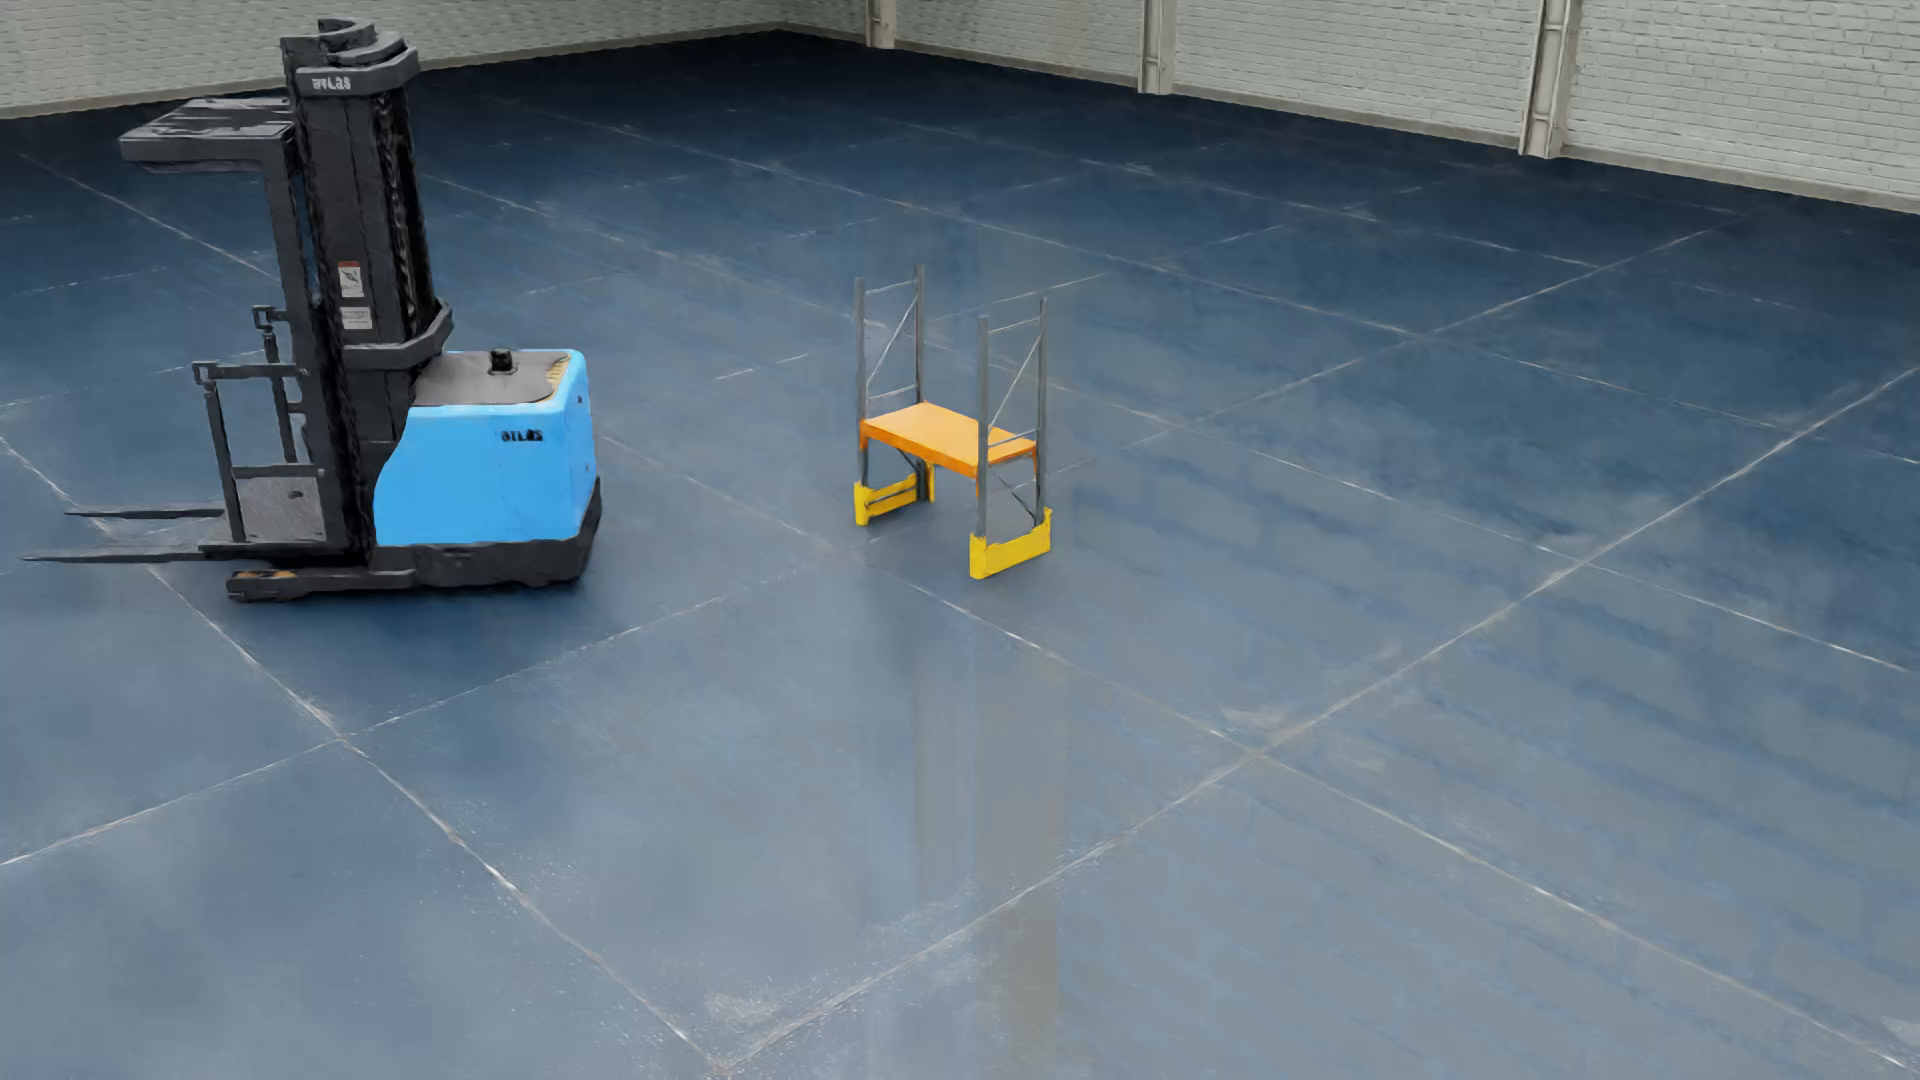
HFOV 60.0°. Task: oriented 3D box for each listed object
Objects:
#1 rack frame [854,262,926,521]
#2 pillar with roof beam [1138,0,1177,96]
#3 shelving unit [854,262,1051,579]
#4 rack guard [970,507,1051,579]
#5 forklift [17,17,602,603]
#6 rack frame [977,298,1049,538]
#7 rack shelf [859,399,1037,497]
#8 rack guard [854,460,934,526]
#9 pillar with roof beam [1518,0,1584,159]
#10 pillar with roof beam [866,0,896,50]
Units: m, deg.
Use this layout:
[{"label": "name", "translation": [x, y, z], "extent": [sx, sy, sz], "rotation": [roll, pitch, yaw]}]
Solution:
[{"label": "rack frame", "translation": [-0.406, -0.862, 9.833], "extent": [0.500, 1.500, 0.032], "rotation": [-21, 32, -38]}, {"label": "pillar with roof beam", "translation": [-0.351, -9.269, 19.227], "extent": [9.100, 9.000, 0.400], "rotation": [-21, 32, -38]}, {"label": "shelving unit", "translation": [-0.052, -0.705, 9.489], "extent": [0.587, 1.500, 1.083], "rotation": [-21, 32, -38]}, {"label": "rack guard", "translation": [0.288, 0.014, 9.418], "extent": [0.587, 0.250, 0.087], "rotation": [-21, 32, -38]}, {"label": "forklift", "translation": [-3.620, -1.219, 8.890], "extent": [3.031, 2.935, 1.130], "rotation": [-2, 25, -4]}, {"label": "rack frame", "translation": [0.289, -0.554, 9.158], "extent": [0.500, 1.500, 0.032], "rotation": [-21, 32, -38]}, {"label": "rack shelf", "translation": [-0.058, -0.545, 9.570], "extent": [0.538, 0.185, 1.000], "rotation": [-21, 32, -38]}, {"label": "rack guard", "translation": [-0.392, -0.288, 10.079], "extent": [0.587, 0.250, 0.087], "rotation": [-21, 32, -38]}, {"label": "pillar with roof beam", "translation": [3.750, -7.452, 15.242], "extent": [9.100, 9.000, 0.400], "rotation": [-21, 32, -38]}, {"label": "pillar with roof beam", "translation": [-4.452, -11.087, 23.211], "extent": [9.100, 9.000, 0.400], "rotation": [-21, 32, -38]}]
